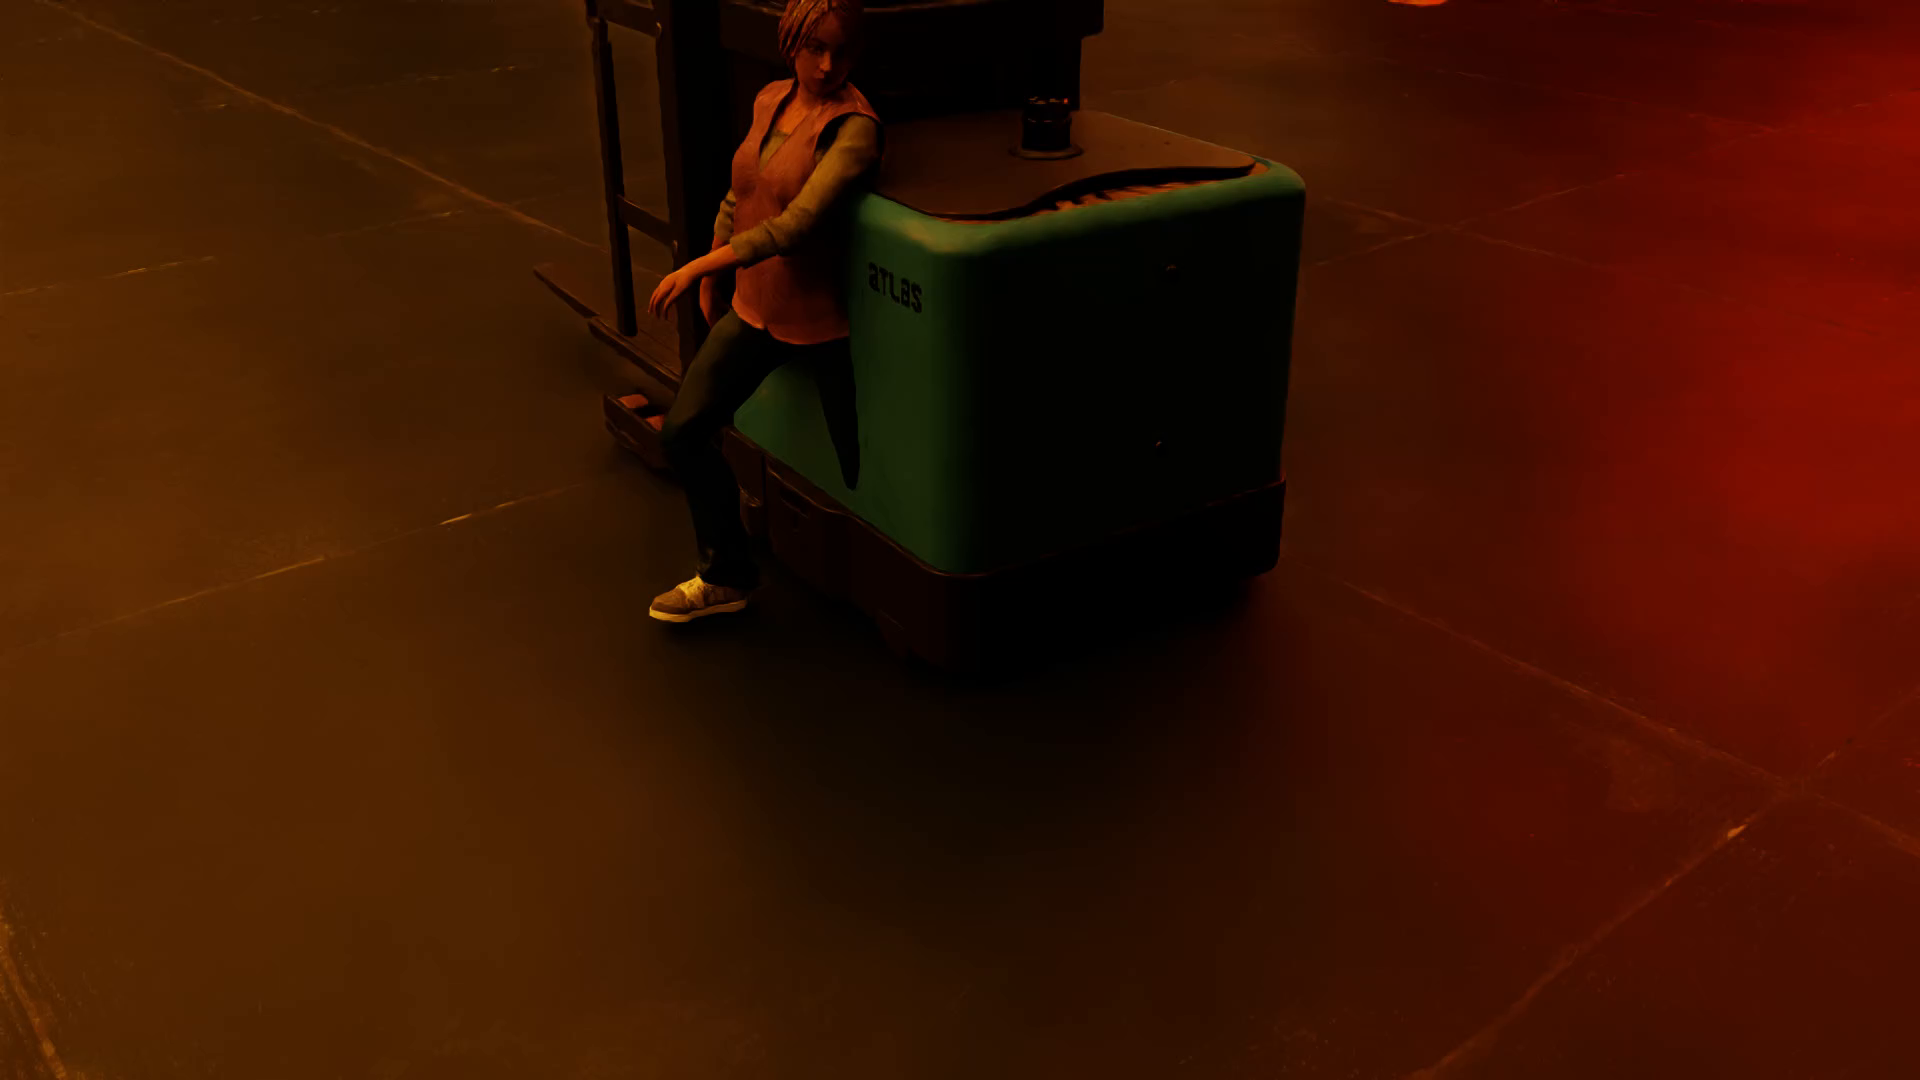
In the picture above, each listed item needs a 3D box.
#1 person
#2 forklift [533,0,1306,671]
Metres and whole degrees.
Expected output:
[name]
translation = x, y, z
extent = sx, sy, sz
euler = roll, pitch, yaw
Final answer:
[person]
translation = -0.418, -0.529, 3.876
extent = 0.574, 1.492, 0.756
euler = 17, 31, 31
[forklift]
translation = -0.422, -1.624, 4.476
extent = 1.130, 2.935, 3.031
euler = -16, 31, -30
